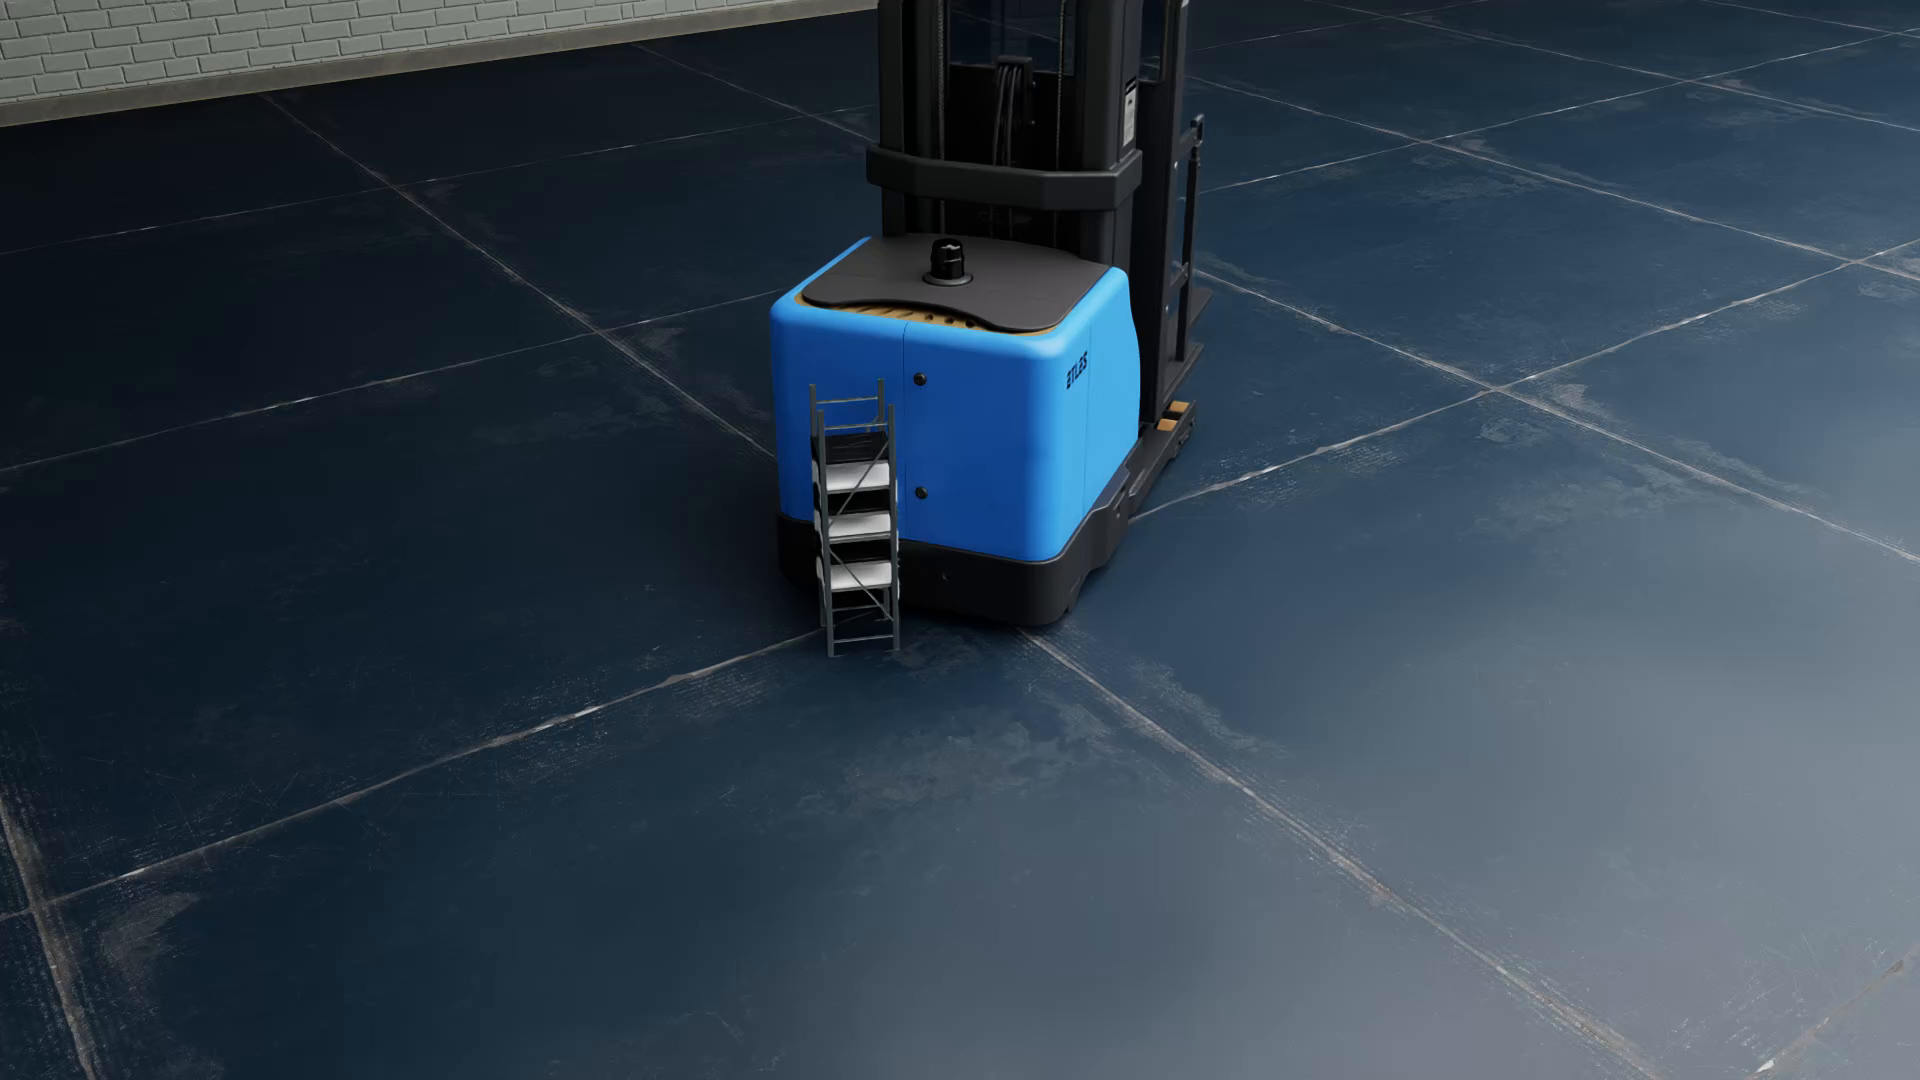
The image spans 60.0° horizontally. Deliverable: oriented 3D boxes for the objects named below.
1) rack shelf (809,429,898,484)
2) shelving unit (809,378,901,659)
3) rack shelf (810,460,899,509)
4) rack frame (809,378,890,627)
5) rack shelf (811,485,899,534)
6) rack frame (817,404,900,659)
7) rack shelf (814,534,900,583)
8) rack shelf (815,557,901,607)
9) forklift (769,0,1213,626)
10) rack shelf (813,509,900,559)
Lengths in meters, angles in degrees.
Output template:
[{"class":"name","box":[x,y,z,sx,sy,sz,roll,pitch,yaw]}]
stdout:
[{"class":"rack shelf","box":[-0.340,-0.269,5.306,0.258,0.077,0.200,-5,29,-10]},{"class":"shelving unit","box":[-0.340,-0.061,5.419,0.258,0.900,0.210,-5,29,-10]},{"class":"rack shelf","box":[-0.340,-0.190,5.349,0.258,0.077,0.200,-5,29,-10]},{"class":"rack frame","box":[-0.360,-0.108,5.507,0.240,0.900,0.006,-5,29,-10]},{"class":"rack shelf","box":[-0.340,-0.111,5.392,0.258,0.077,0.200,-5,29,-10]},{"class":"rack frame","box":[-0.320,-0.013,5.332,0.240,0.900,0.006,-5,29,-10]},{"class":"rack shelf","box":[-0.340,0.048,5.478,0.258,0.077,0.200,-5,29,-10]},{"class":"rack shelf","box":[-0.340,0.127,5.521,0.258,0.077,0.200,-5,29,-10]},{"class":"forklift","box":[0.358,-1.685,6.282,1.130,2.935,3.031,10,30,18]},{"class":"rack shelf","box":[-0.340,-0.032,5.435,0.258,0.077,0.200,-5,29,-10]}]
